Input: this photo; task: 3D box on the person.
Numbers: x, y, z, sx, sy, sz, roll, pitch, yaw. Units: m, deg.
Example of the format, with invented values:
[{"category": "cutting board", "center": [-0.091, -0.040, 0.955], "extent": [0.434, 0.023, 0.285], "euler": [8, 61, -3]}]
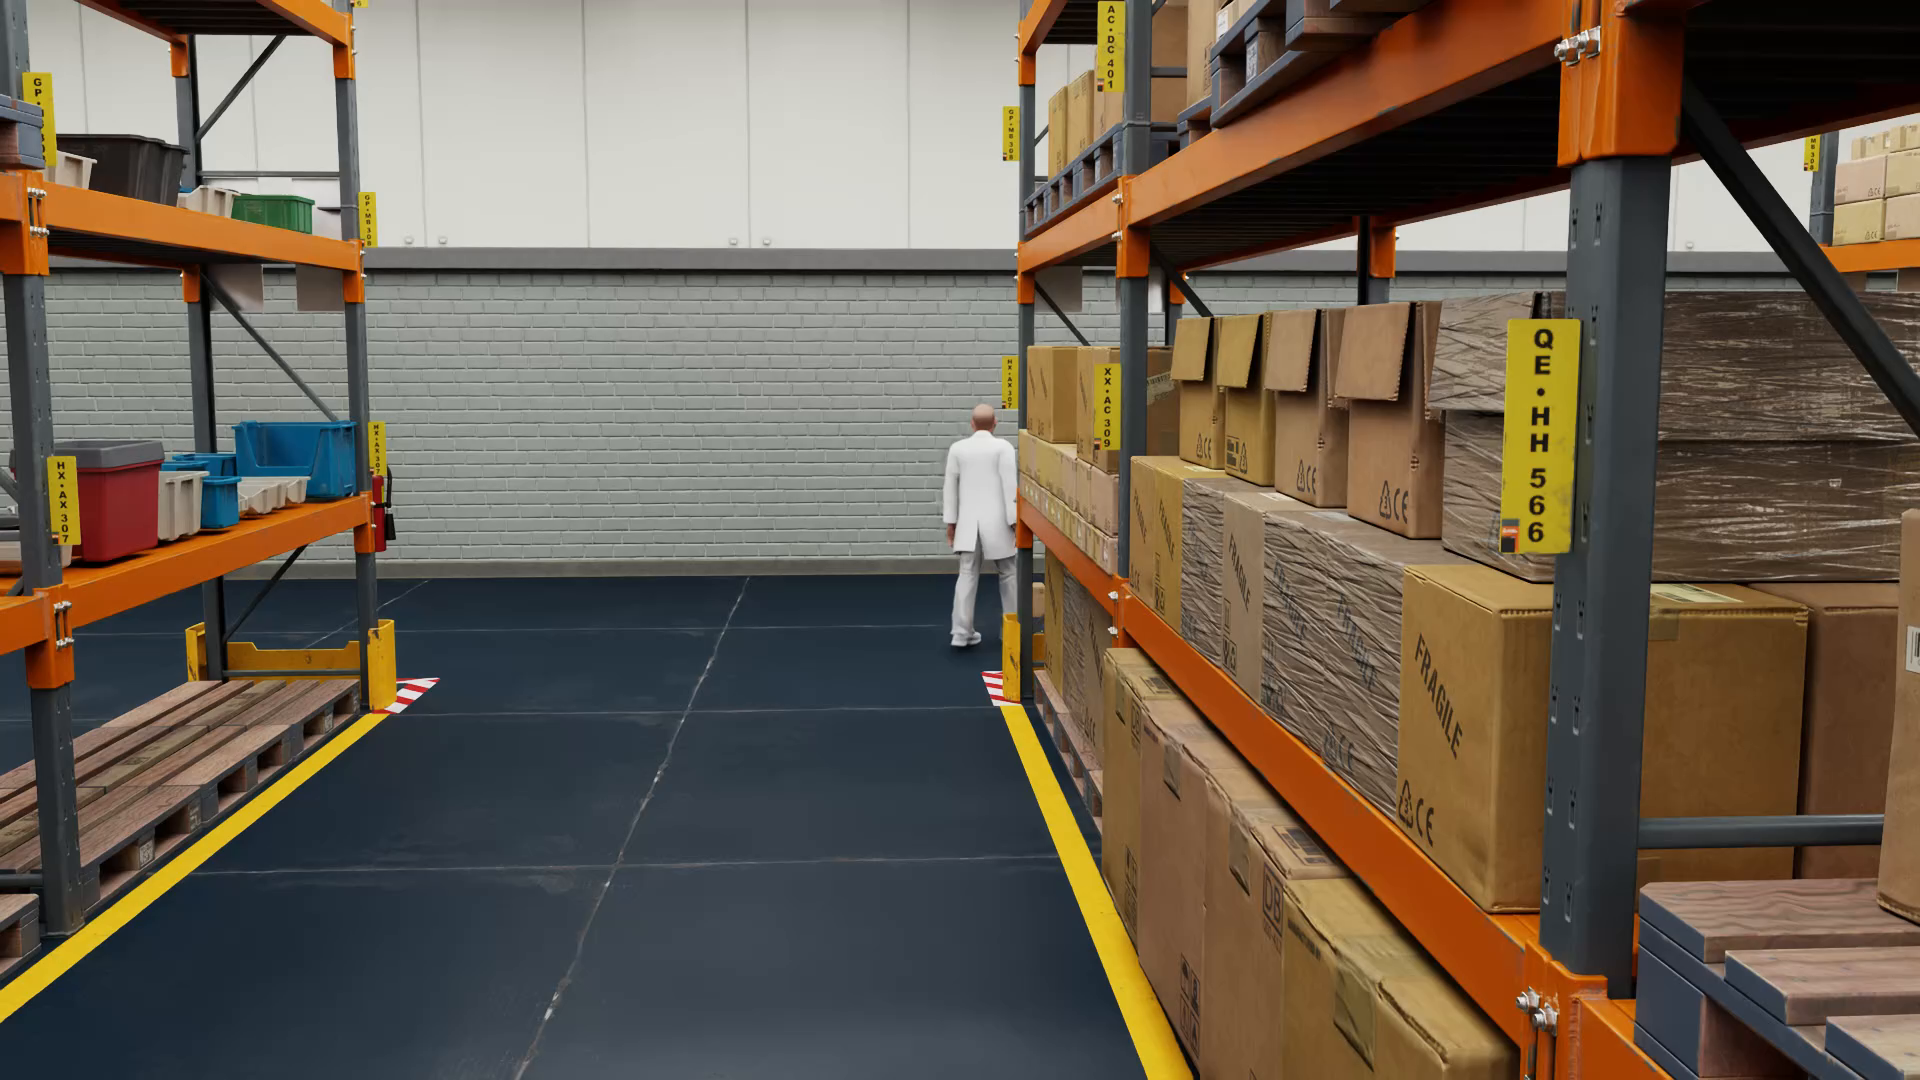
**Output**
[{"category": "person", "center": [0.188, -0.046, 12.218], "extent": [0.670, 1.653, 0.803], "euler": [3, 7, 23]}]
